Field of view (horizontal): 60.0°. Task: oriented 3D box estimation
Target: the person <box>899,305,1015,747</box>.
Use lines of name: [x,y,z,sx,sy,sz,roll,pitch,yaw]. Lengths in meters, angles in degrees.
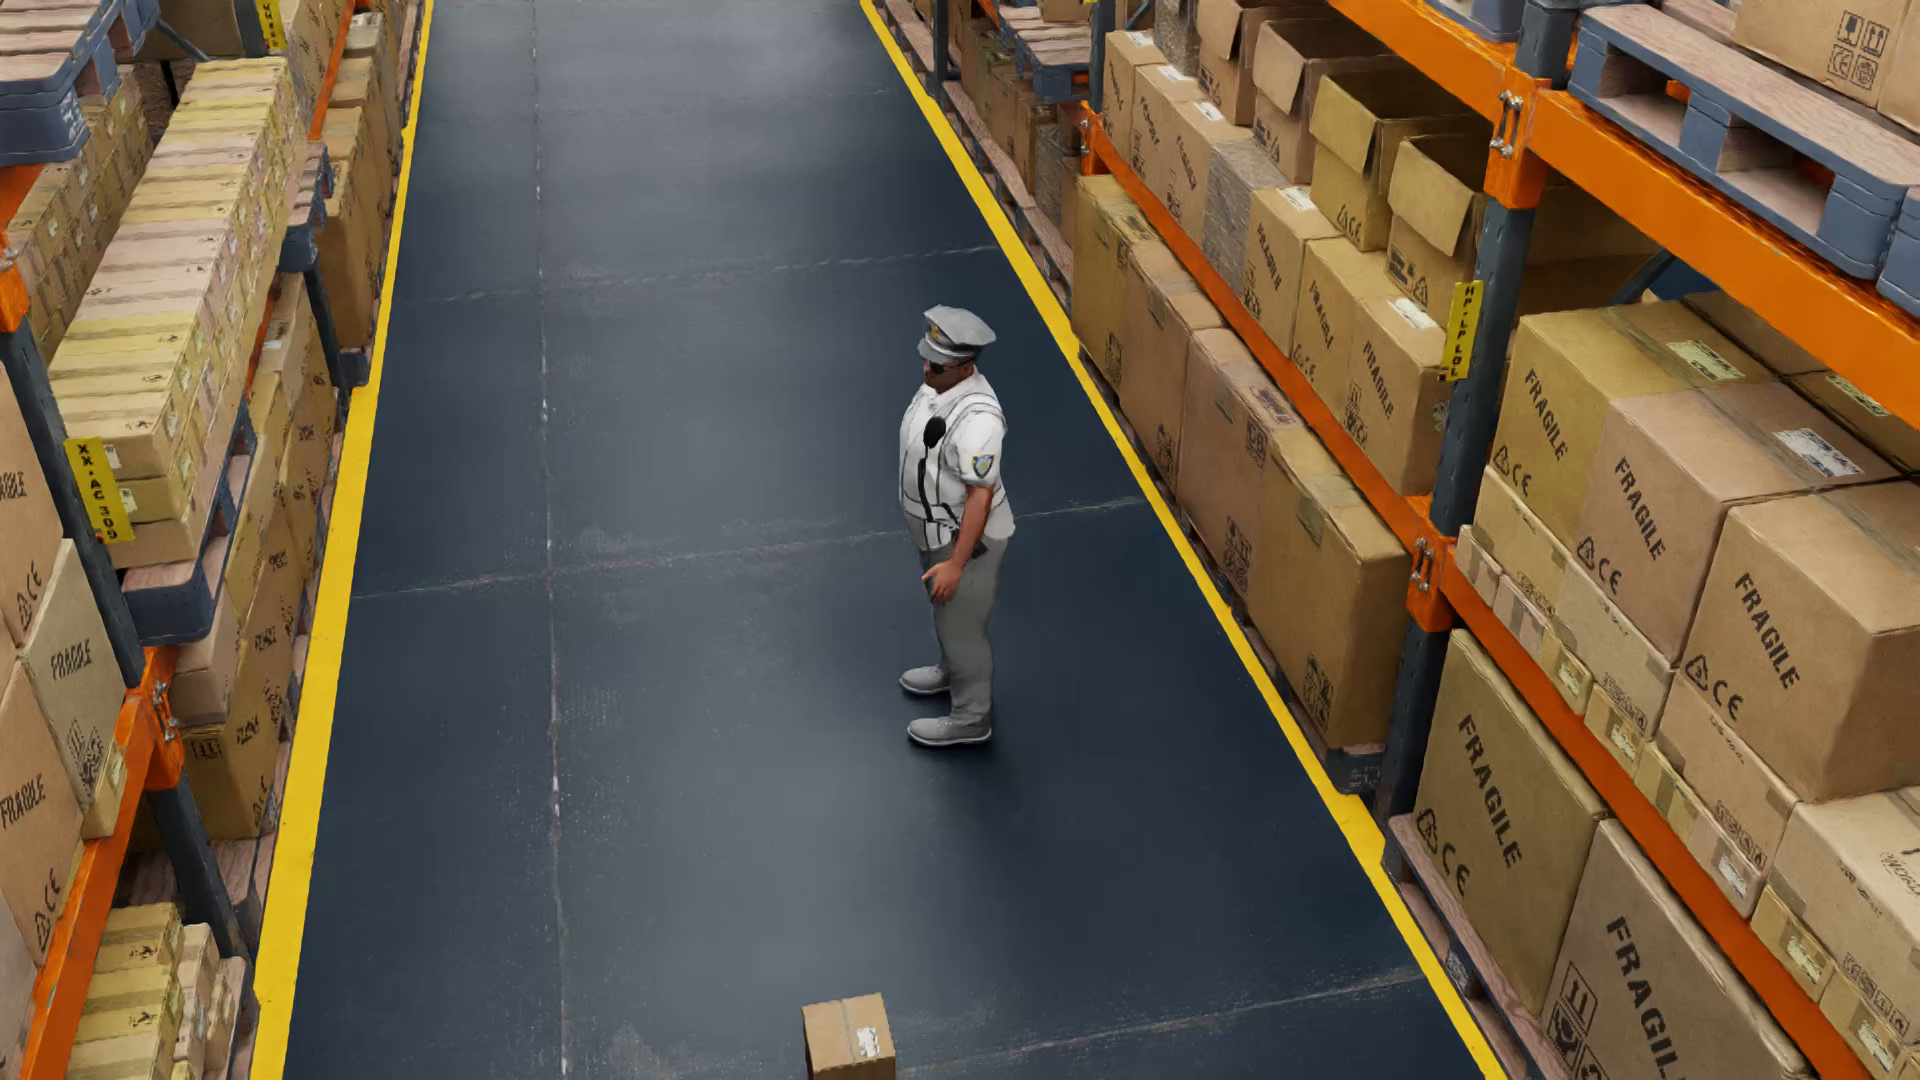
person: [-0.029,-0.037,6.144,0.419,1.770,0.577,-9,35,-13]
